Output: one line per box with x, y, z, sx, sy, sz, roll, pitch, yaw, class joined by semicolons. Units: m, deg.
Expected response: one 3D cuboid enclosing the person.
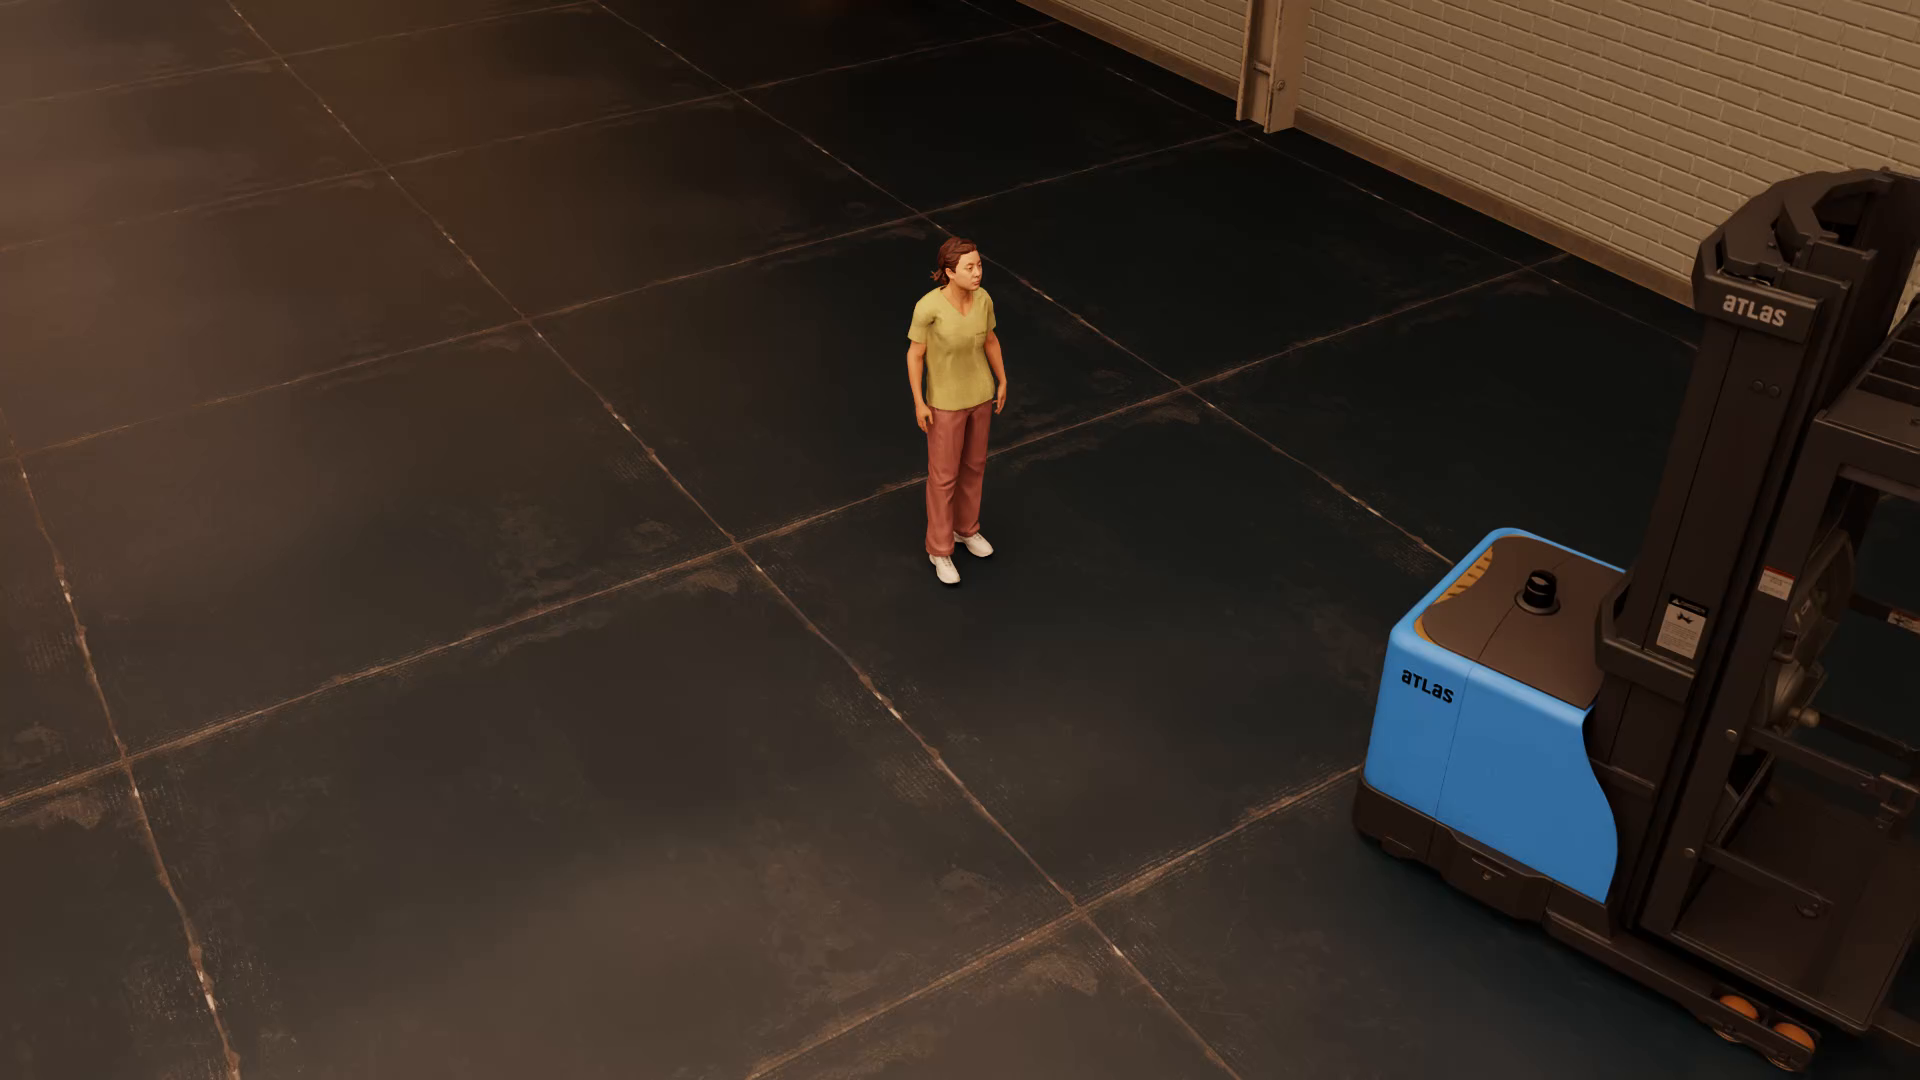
0.030;-0.652;8.155;0.553;1.675;0.549;-21;40;-27;person

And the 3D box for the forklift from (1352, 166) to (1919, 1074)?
3.084;0.361;5.633;3.031;2.935;1.130;26;43;32;forklift
